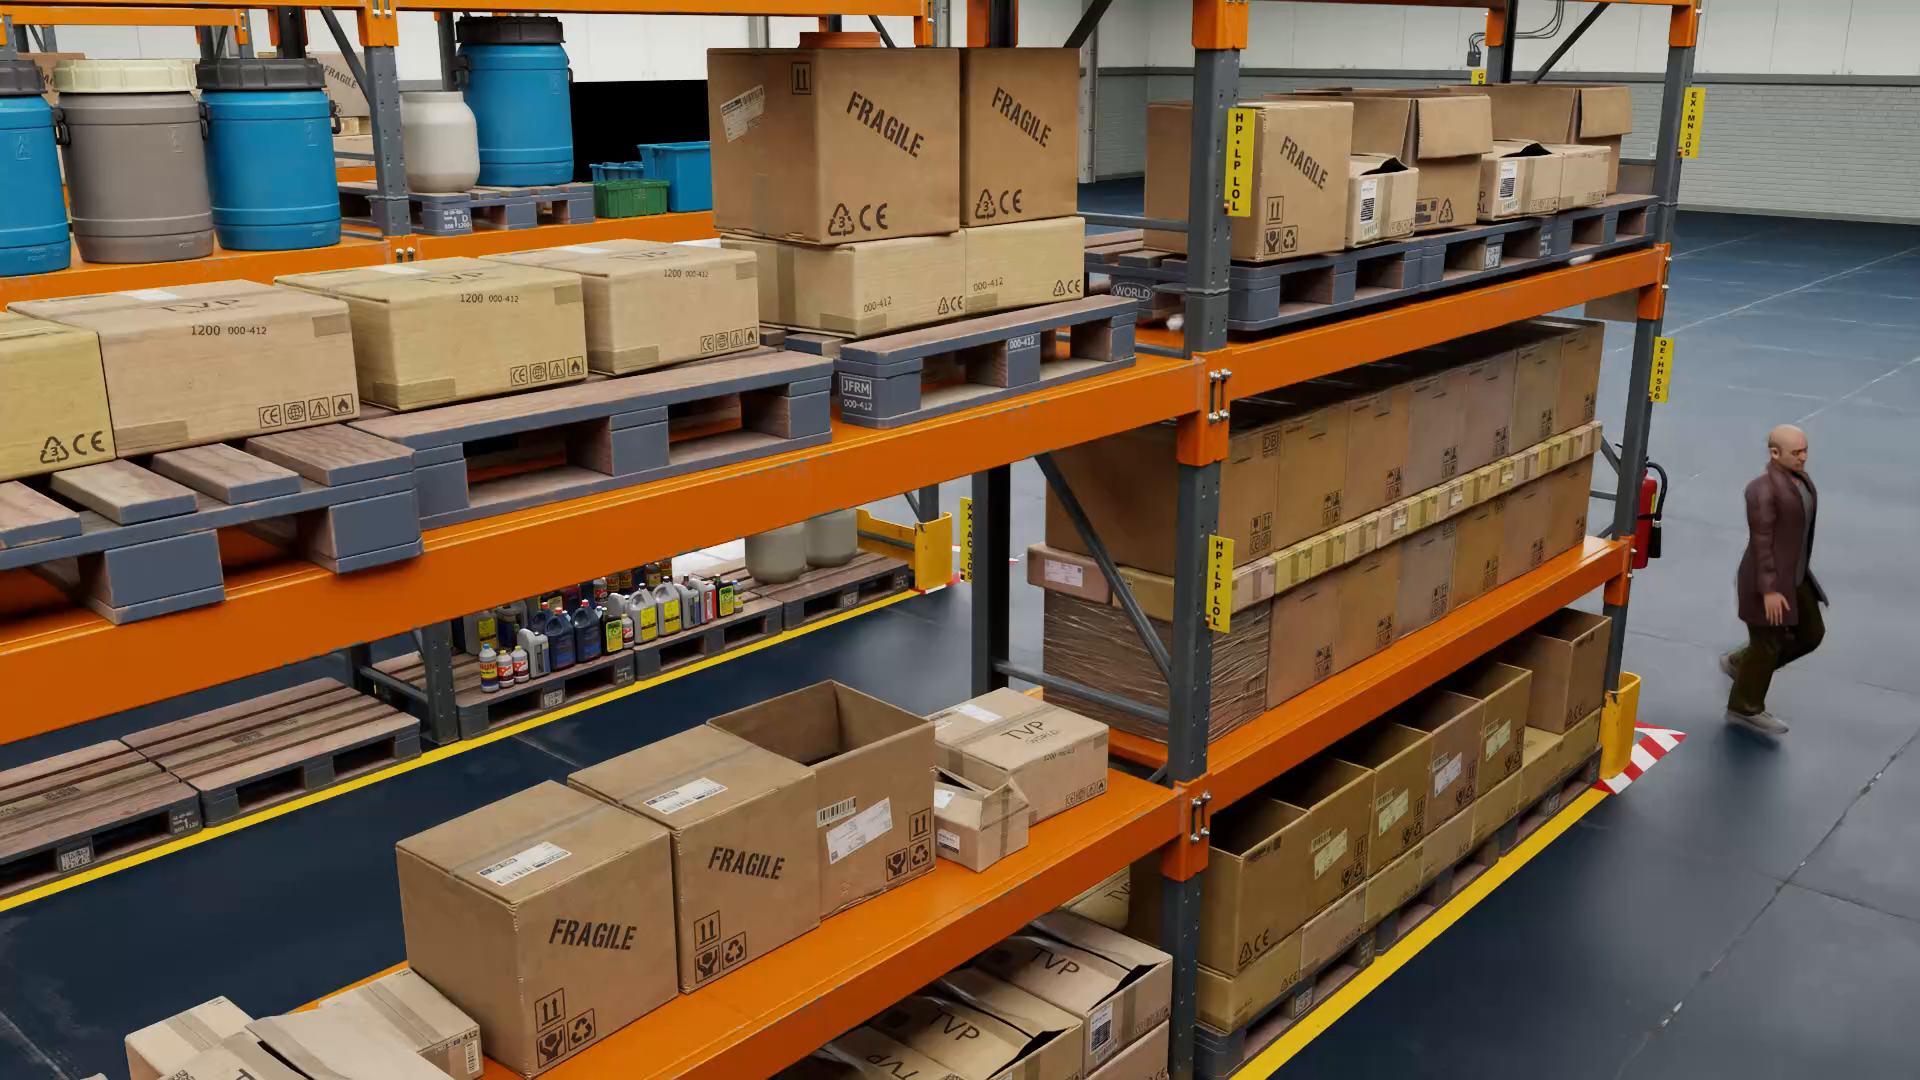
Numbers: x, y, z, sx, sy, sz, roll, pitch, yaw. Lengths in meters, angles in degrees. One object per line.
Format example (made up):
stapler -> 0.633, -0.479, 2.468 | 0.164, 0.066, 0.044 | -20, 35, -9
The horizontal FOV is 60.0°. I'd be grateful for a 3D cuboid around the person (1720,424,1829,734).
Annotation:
person -> 4.533, 0.209, 9.300 | 0.646, 1.760, 0.559 | -13, 21, -37
